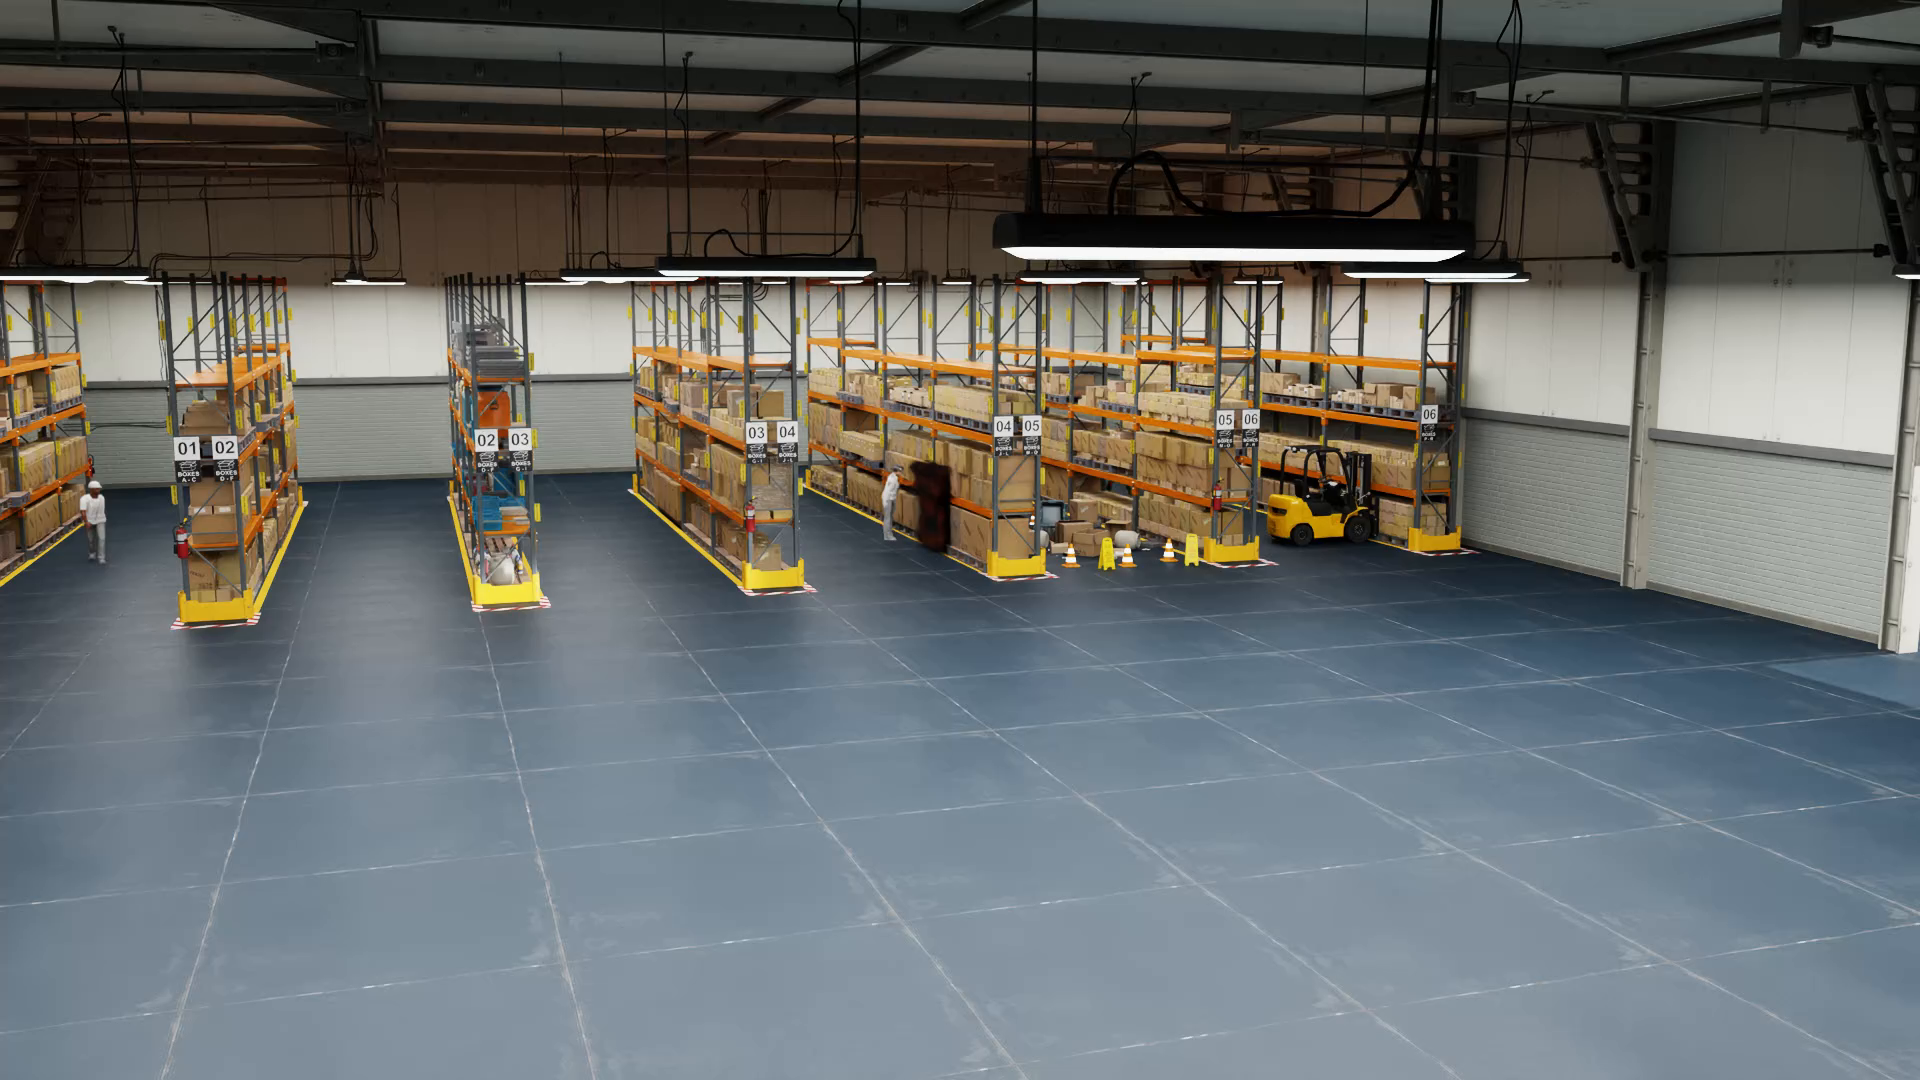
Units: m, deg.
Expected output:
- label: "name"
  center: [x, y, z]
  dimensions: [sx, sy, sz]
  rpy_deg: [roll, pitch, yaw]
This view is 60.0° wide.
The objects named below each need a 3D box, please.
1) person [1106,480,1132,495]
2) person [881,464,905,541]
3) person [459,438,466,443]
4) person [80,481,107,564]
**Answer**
- label: "person"
  center: [4.505, -2.128, 46.233]
  dimensions: [0.927, 1.753, 0.648]
  rpy_deg: [5, 10, 29]
- label: "person"
  center: [-1.484, -0.803, 36.092]
  dimensions: [0.512, 1.686, 0.591]
  rpy_deg: [4, 9, 24]
- label: "person"
  center: [-14.109, -2.367, 47.889]
  dimensions: [0.921, 1.738, 0.609]
  rpy_deg: [7, 11, 37]
- label: "person"
  center: [-18.131, -0.369, 34.808]
  dimensions: [0.478, 1.722, 1.028]
  rpy_deg: [-4, 10, -27]
